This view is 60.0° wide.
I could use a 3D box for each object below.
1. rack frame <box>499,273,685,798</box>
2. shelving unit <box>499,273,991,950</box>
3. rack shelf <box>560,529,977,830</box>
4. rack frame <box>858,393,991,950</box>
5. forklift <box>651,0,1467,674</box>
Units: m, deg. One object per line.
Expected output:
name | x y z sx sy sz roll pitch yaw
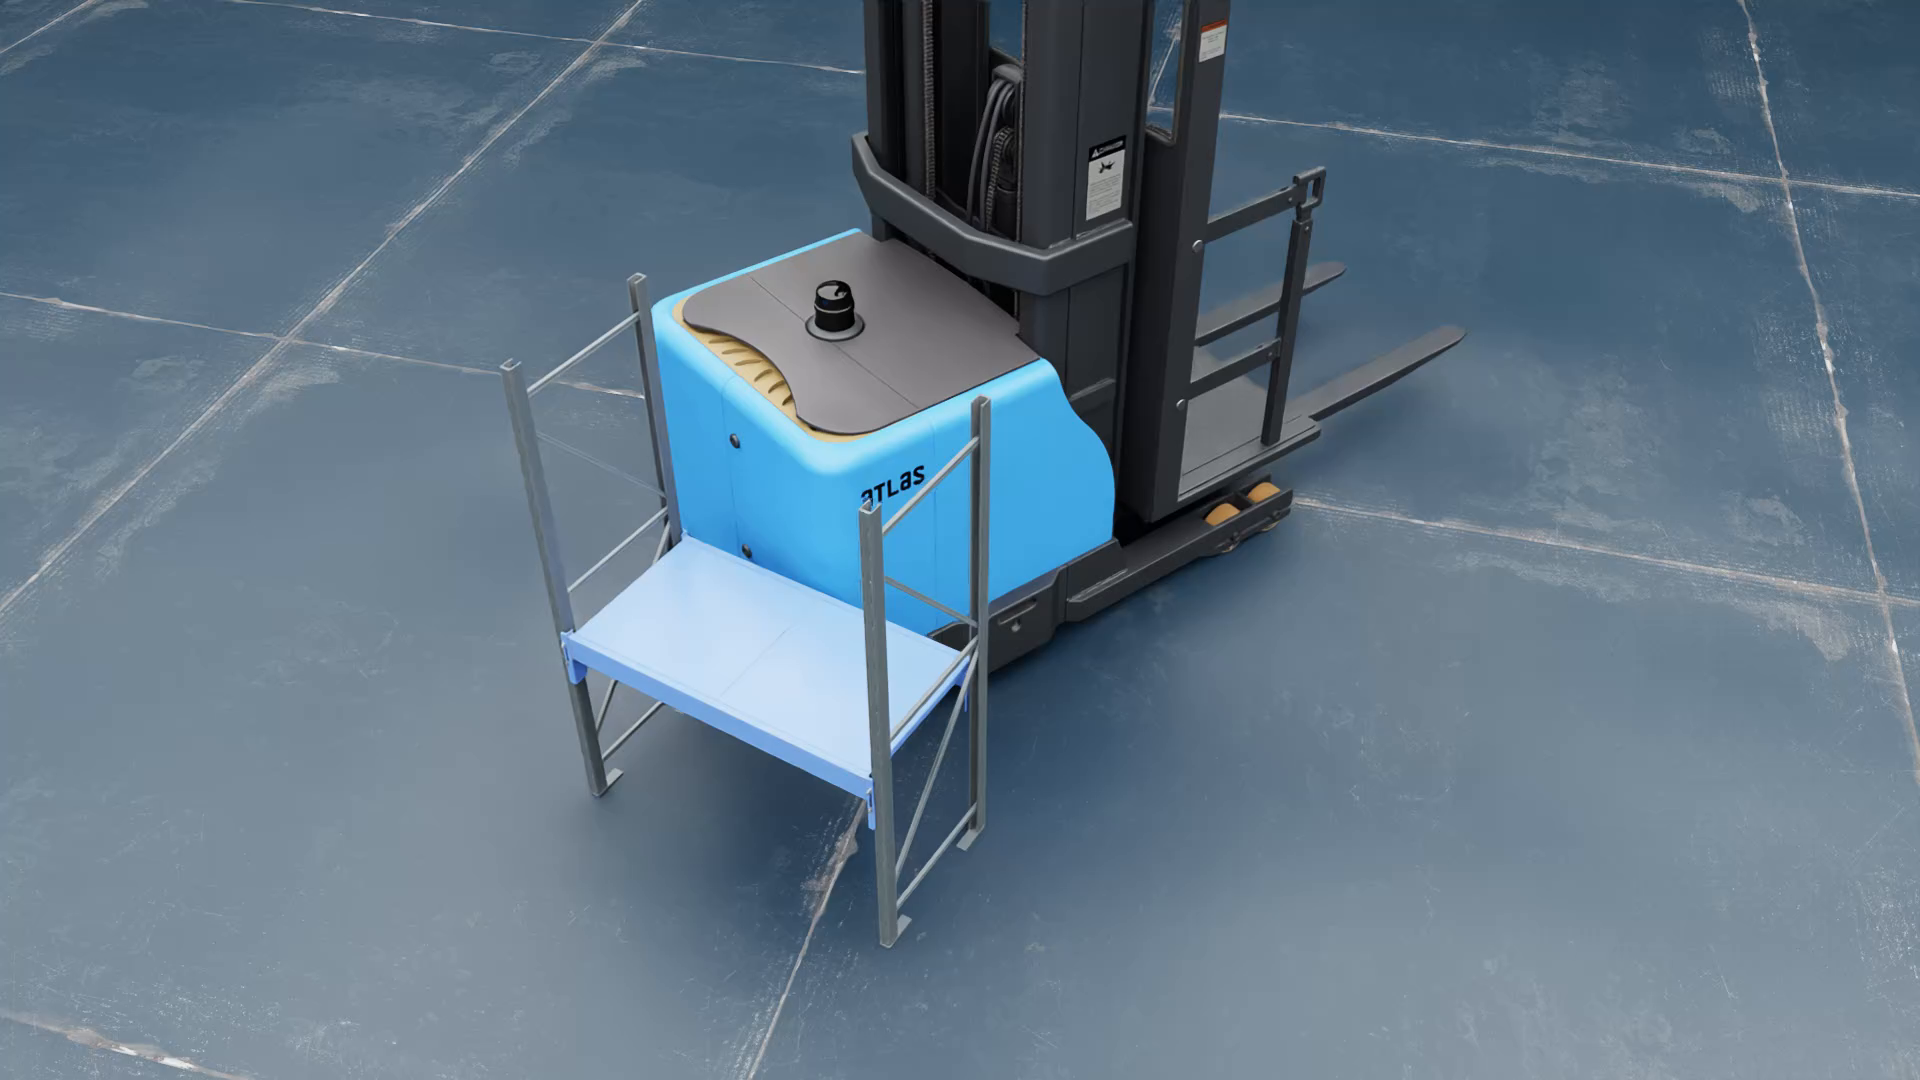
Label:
rack frame | -0.938 0.037 4.540 0.032 1.500 0.500 22 45 24
shelving unit | -0.504 0.208 4.337 1.048 1.500 0.538 22 45 24
rack shelf | -0.504 0.345 4.452 1.000 0.185 0.538 22 45 24
rack frame | -0.071 0.379 4.133 0.032 1.500 0.500 22 45 24
forklift | 0.531 -1.325 5.049 3.031 2.935 1.130 -26 47 -28
